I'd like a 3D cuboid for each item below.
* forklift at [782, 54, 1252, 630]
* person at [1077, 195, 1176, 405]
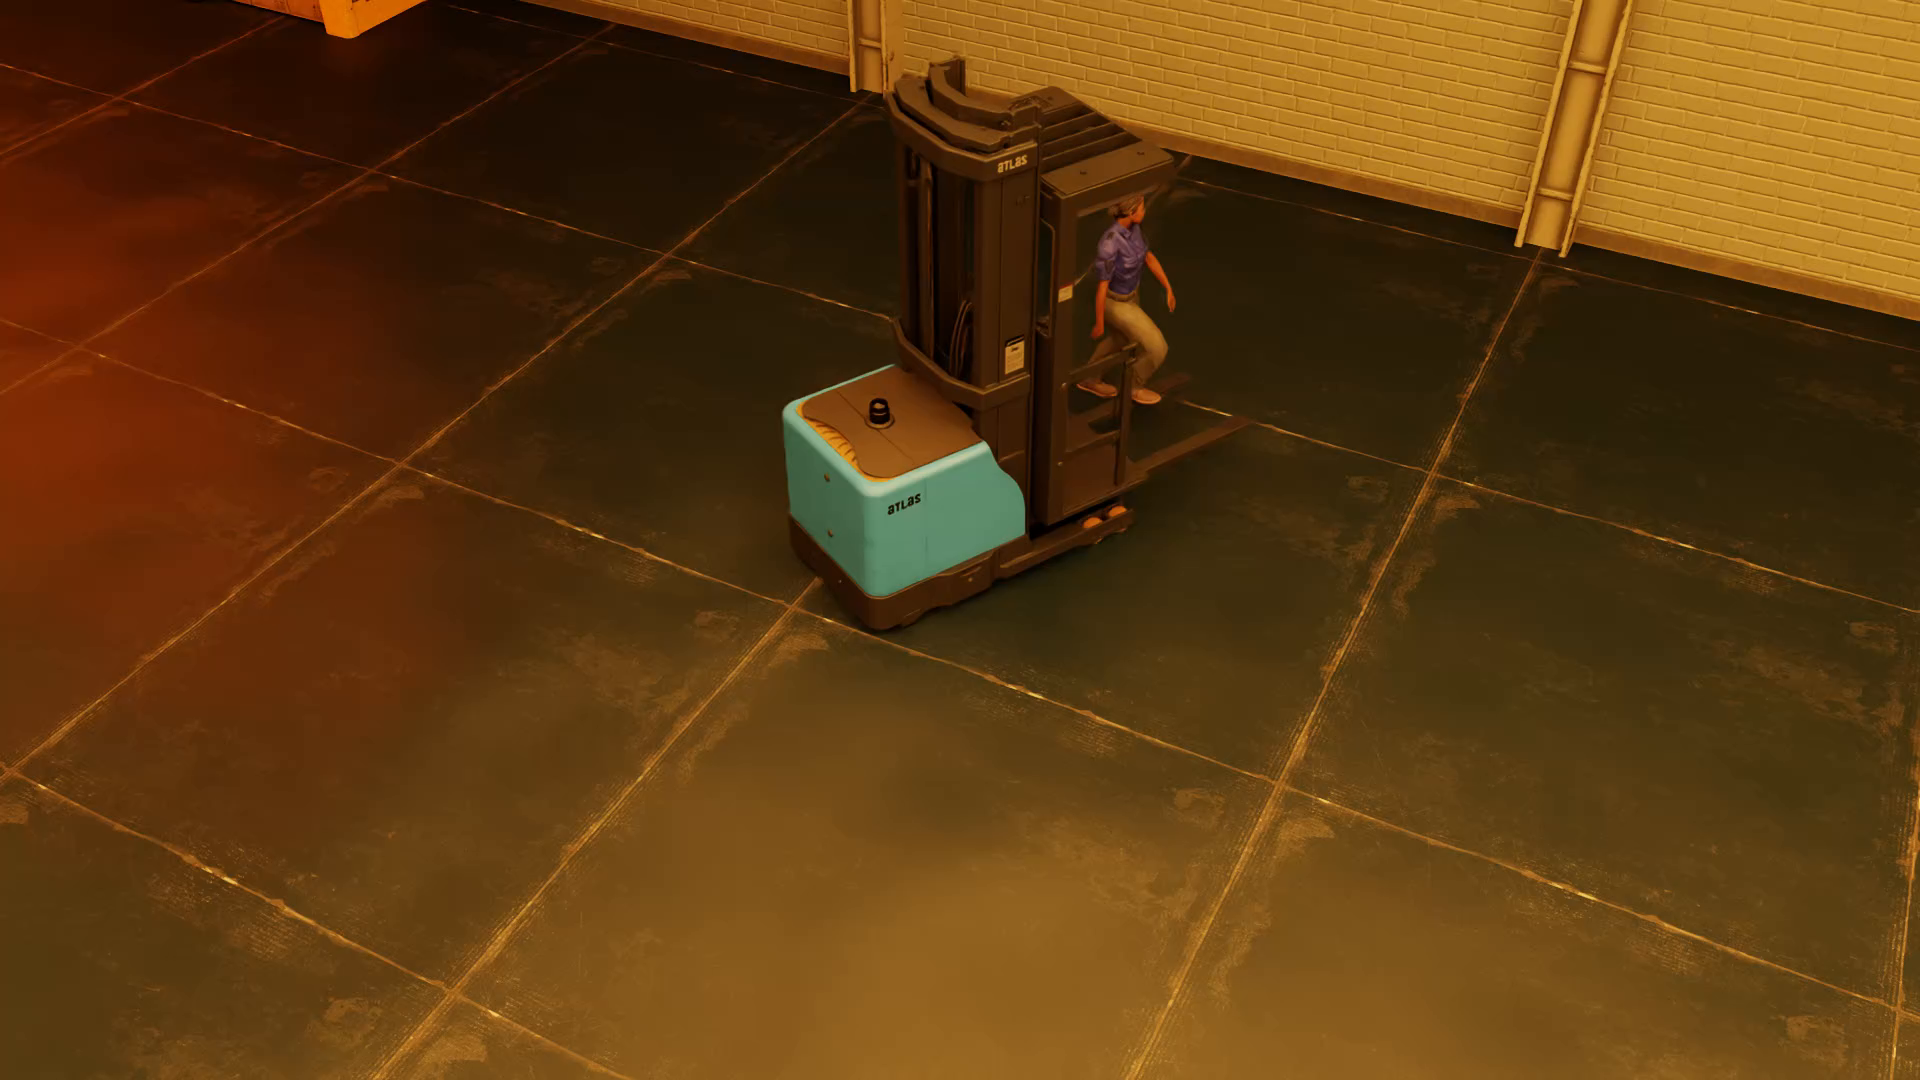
[{"bbox_3d":[0.467,-1.354,9.594,3.031,2.935,1.130,-24,46,-26],"label":"forklift"},{"bbox_3d":[1.087,-1.514,10.818,0.701,1.611,0.571,15,42,17],"label":"person"}]
